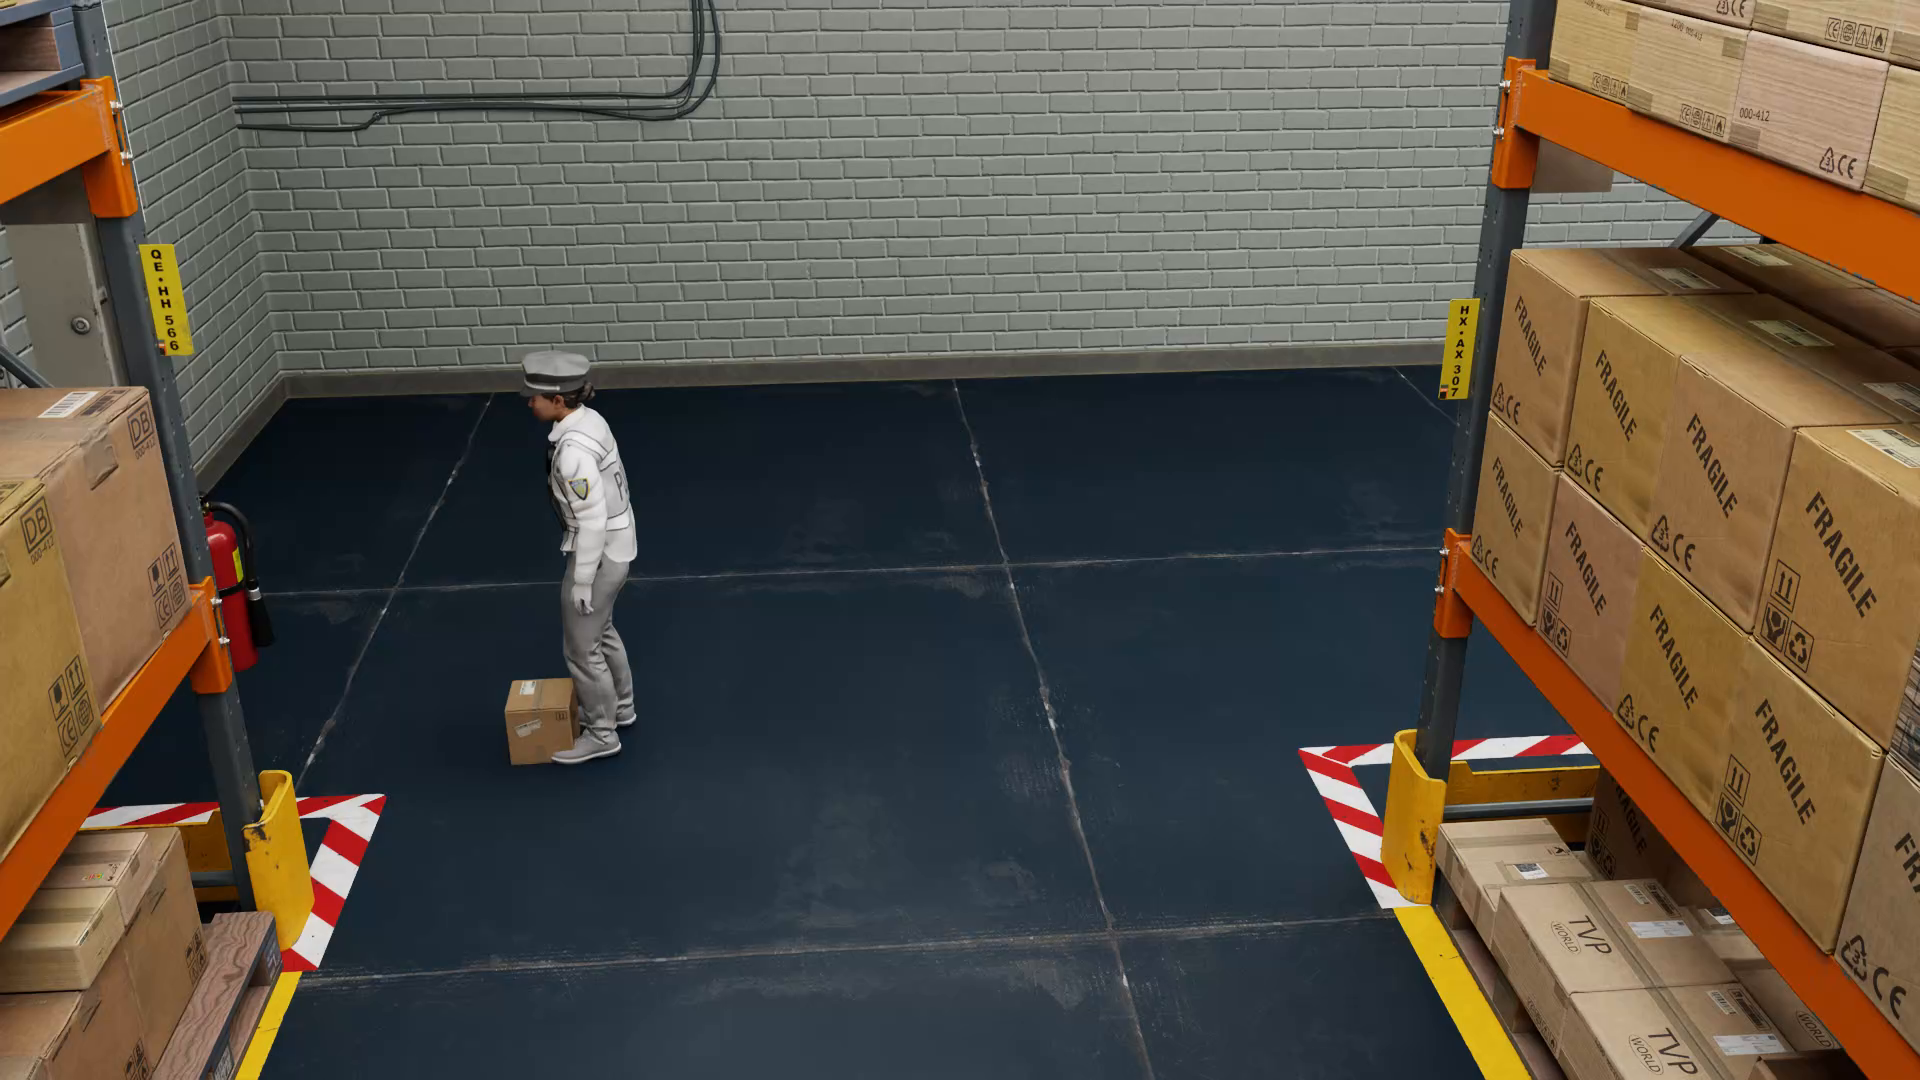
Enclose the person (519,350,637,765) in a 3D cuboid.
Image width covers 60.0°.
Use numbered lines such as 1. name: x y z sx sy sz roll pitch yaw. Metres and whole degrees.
1. person: -1.456 0.073 6.433 0.414 1.662 0.535 -4 24 -8
